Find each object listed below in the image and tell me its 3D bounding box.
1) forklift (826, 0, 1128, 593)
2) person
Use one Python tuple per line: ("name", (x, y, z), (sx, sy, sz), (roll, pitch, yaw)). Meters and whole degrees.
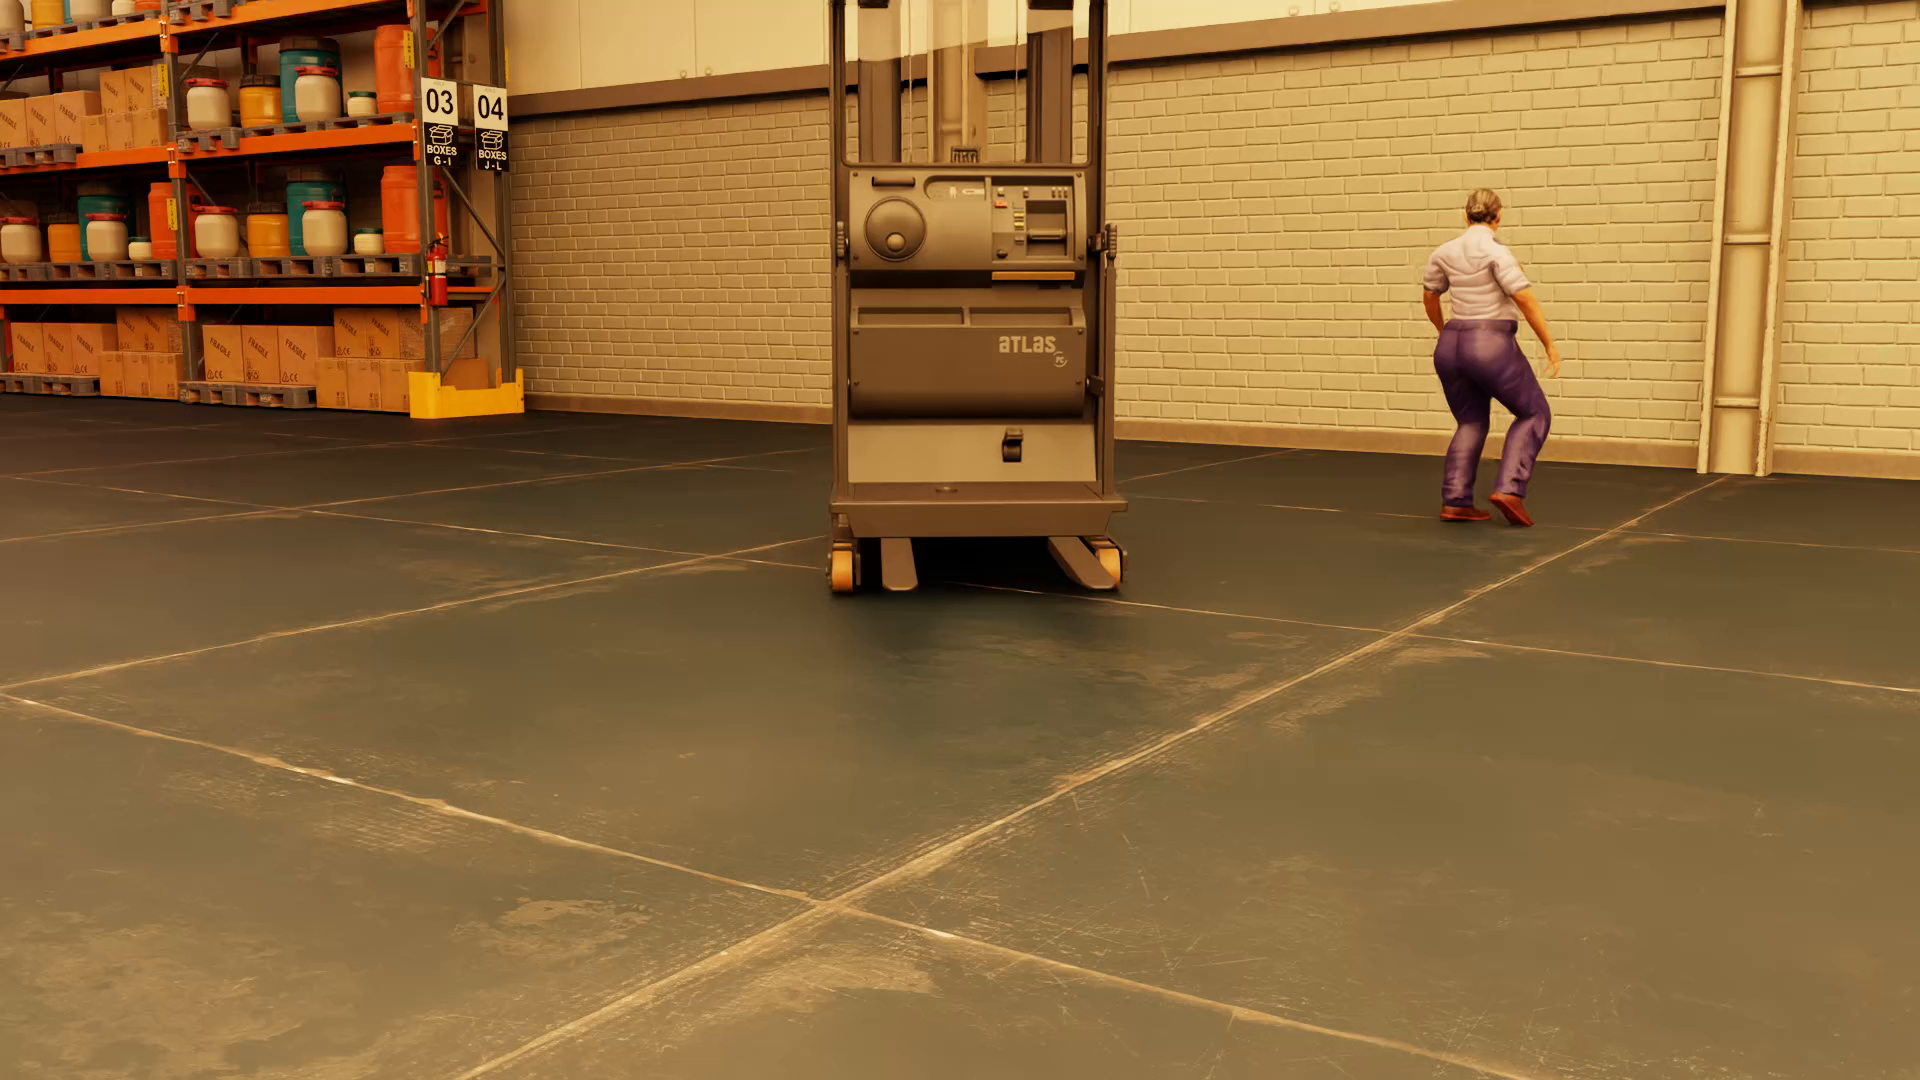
("forklift", (0.045, -1.298, 6.320), (1.130, 2.935, 3.031), (0, 8, -3))
("person", (2.573, -0.879, 8.175), (0.465, 1.661, 0.796), (-4, 9, -26))
